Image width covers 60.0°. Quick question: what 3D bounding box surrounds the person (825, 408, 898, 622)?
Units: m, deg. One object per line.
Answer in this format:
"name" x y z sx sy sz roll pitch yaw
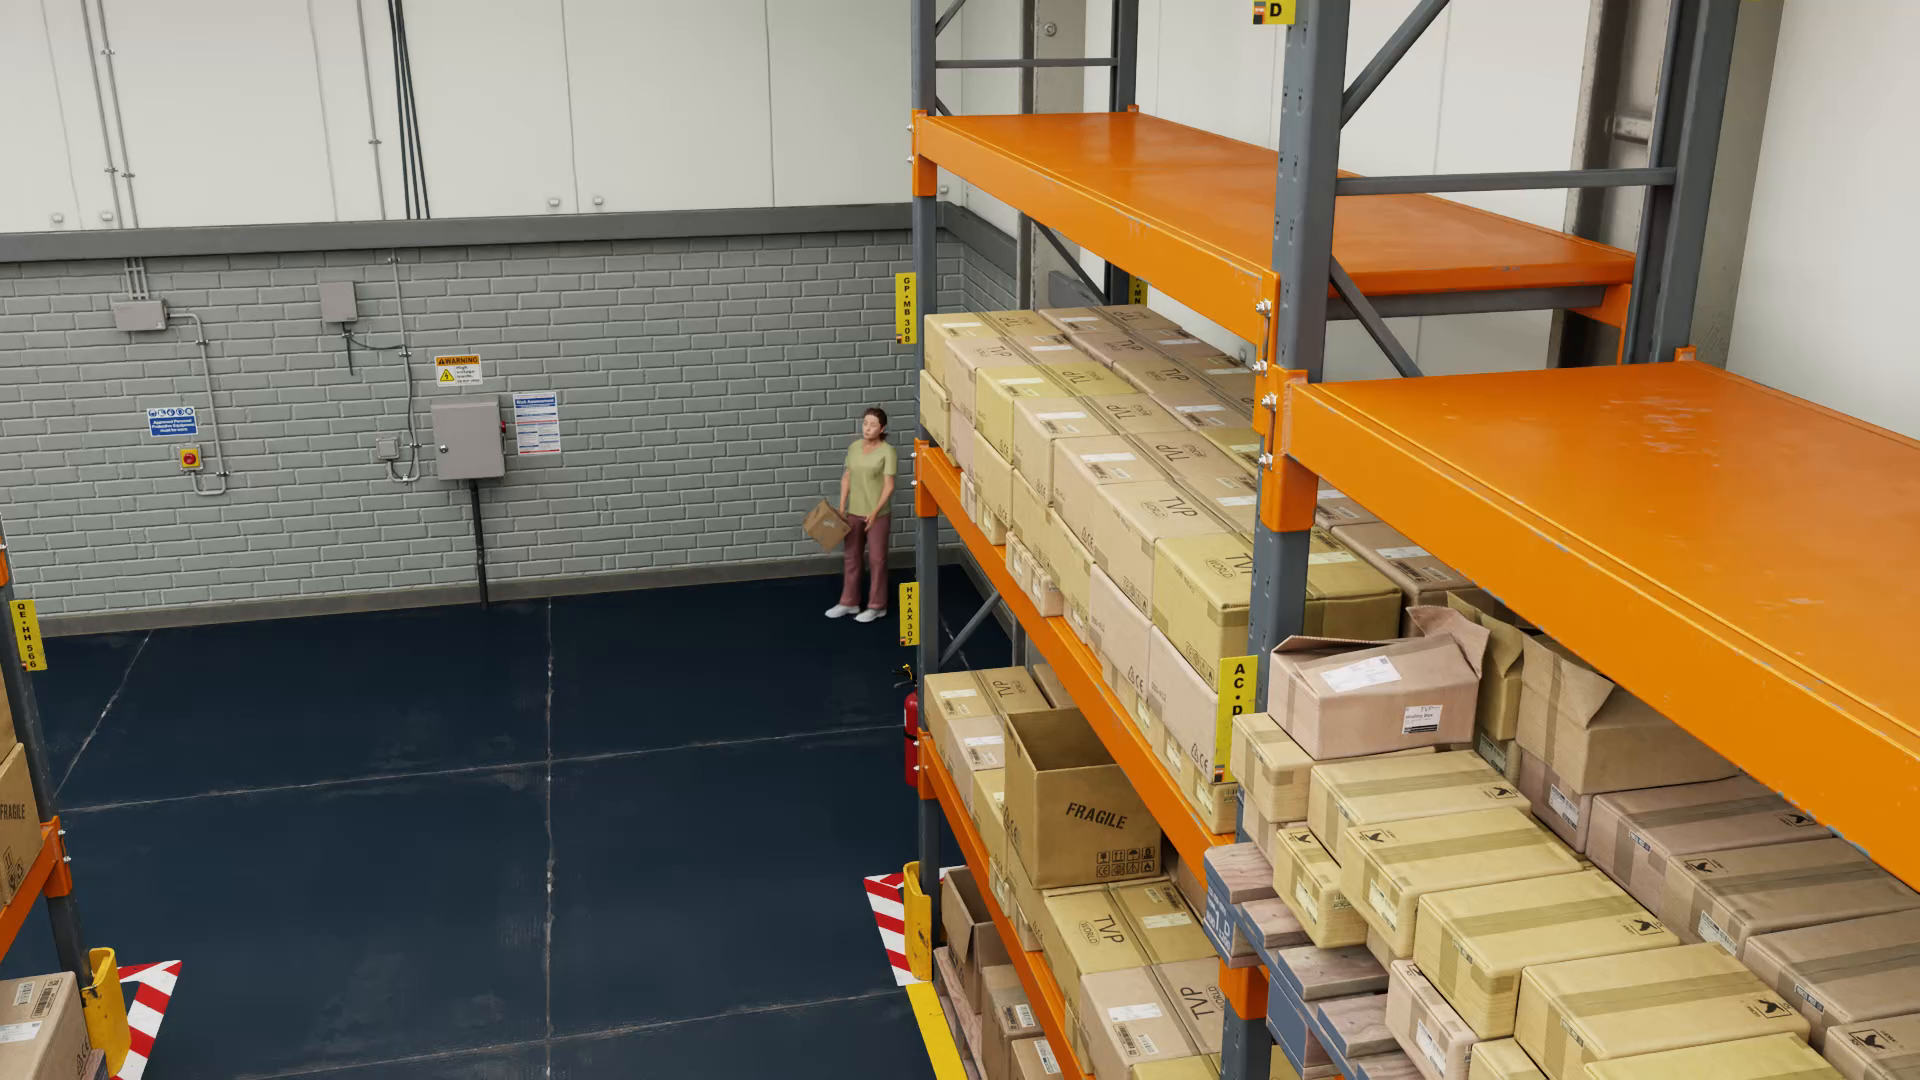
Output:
"person" -0.747 -0.199 12.878 0.530 1.682 0.466 9 22 24
